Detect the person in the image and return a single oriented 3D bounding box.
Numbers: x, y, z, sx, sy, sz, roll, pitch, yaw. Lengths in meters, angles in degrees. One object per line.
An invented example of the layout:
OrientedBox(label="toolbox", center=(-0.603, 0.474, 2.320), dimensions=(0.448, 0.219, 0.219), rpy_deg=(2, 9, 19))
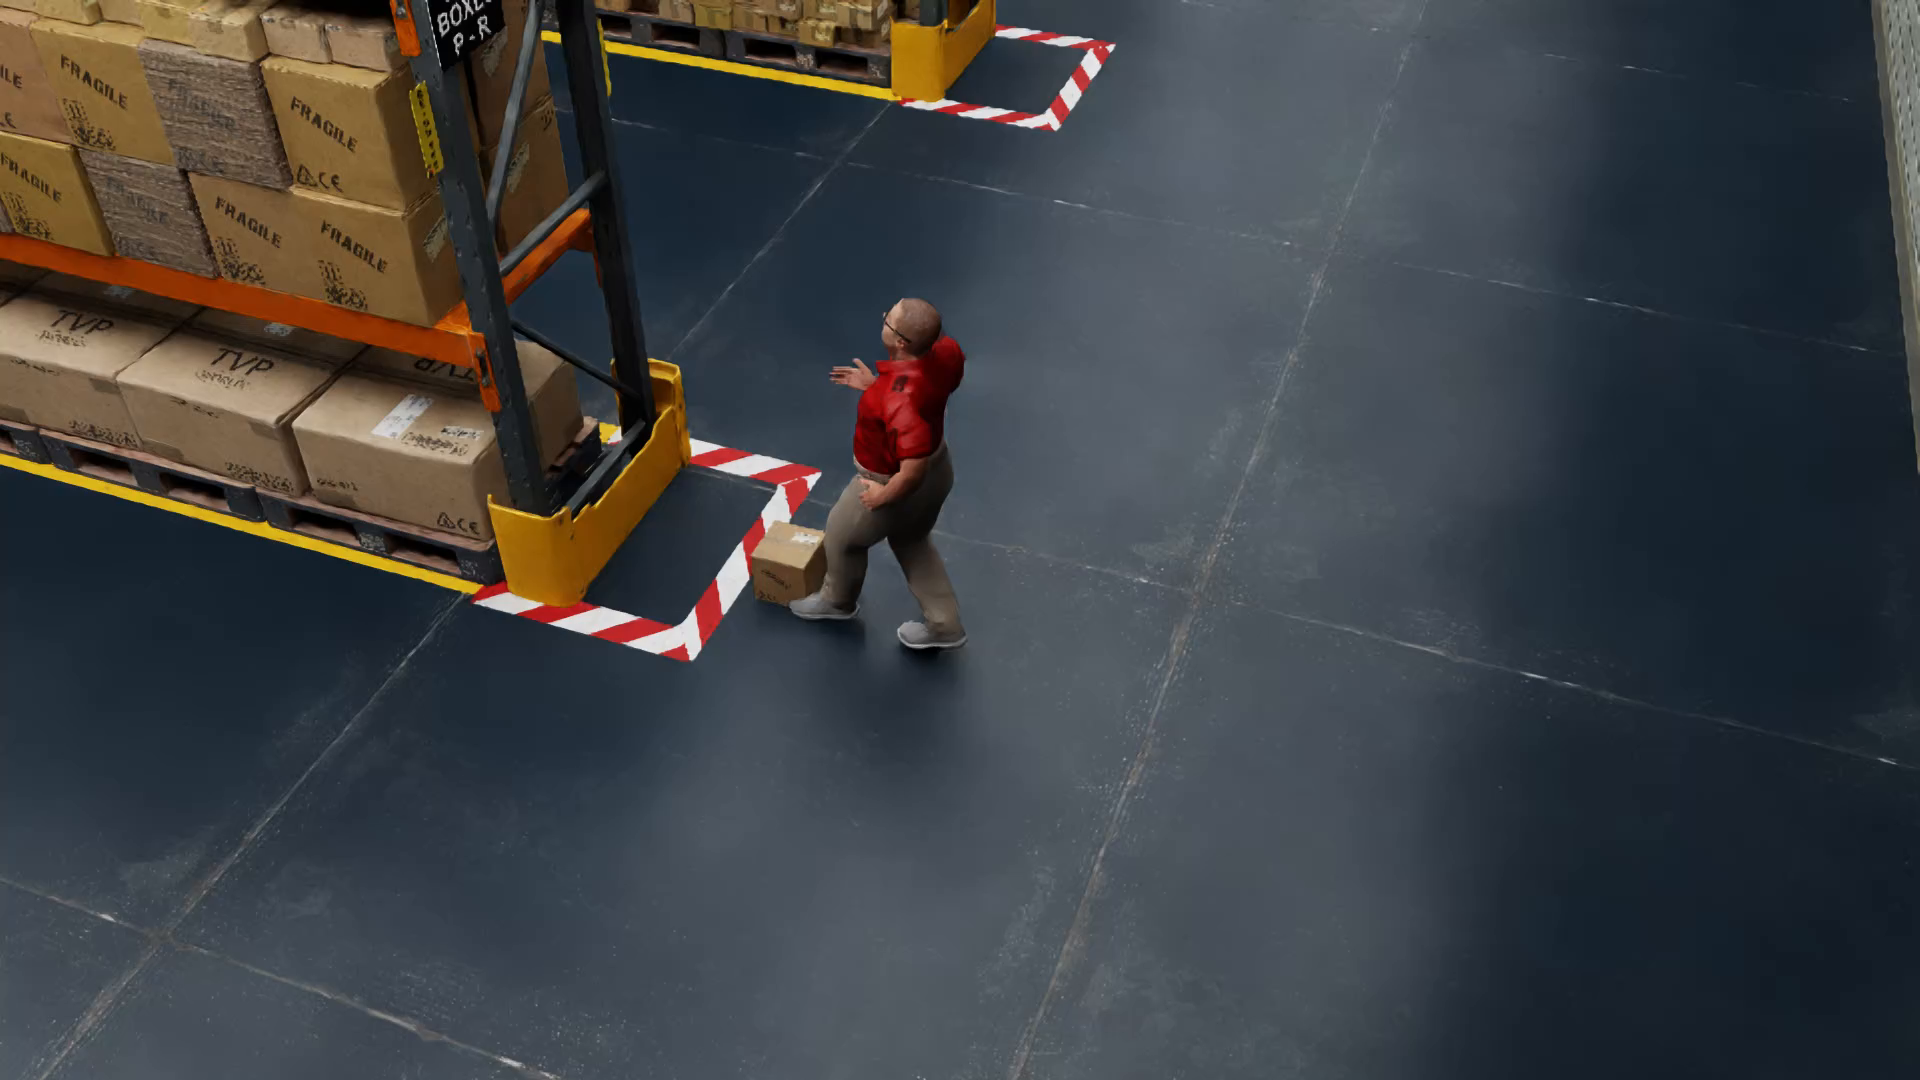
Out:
OrientedBox(label="person", center=(-0.303, -0.268, 6.491), dimensions=(0.854, 1.711, 0.622), rpy_deg=(28, 48, 28))
